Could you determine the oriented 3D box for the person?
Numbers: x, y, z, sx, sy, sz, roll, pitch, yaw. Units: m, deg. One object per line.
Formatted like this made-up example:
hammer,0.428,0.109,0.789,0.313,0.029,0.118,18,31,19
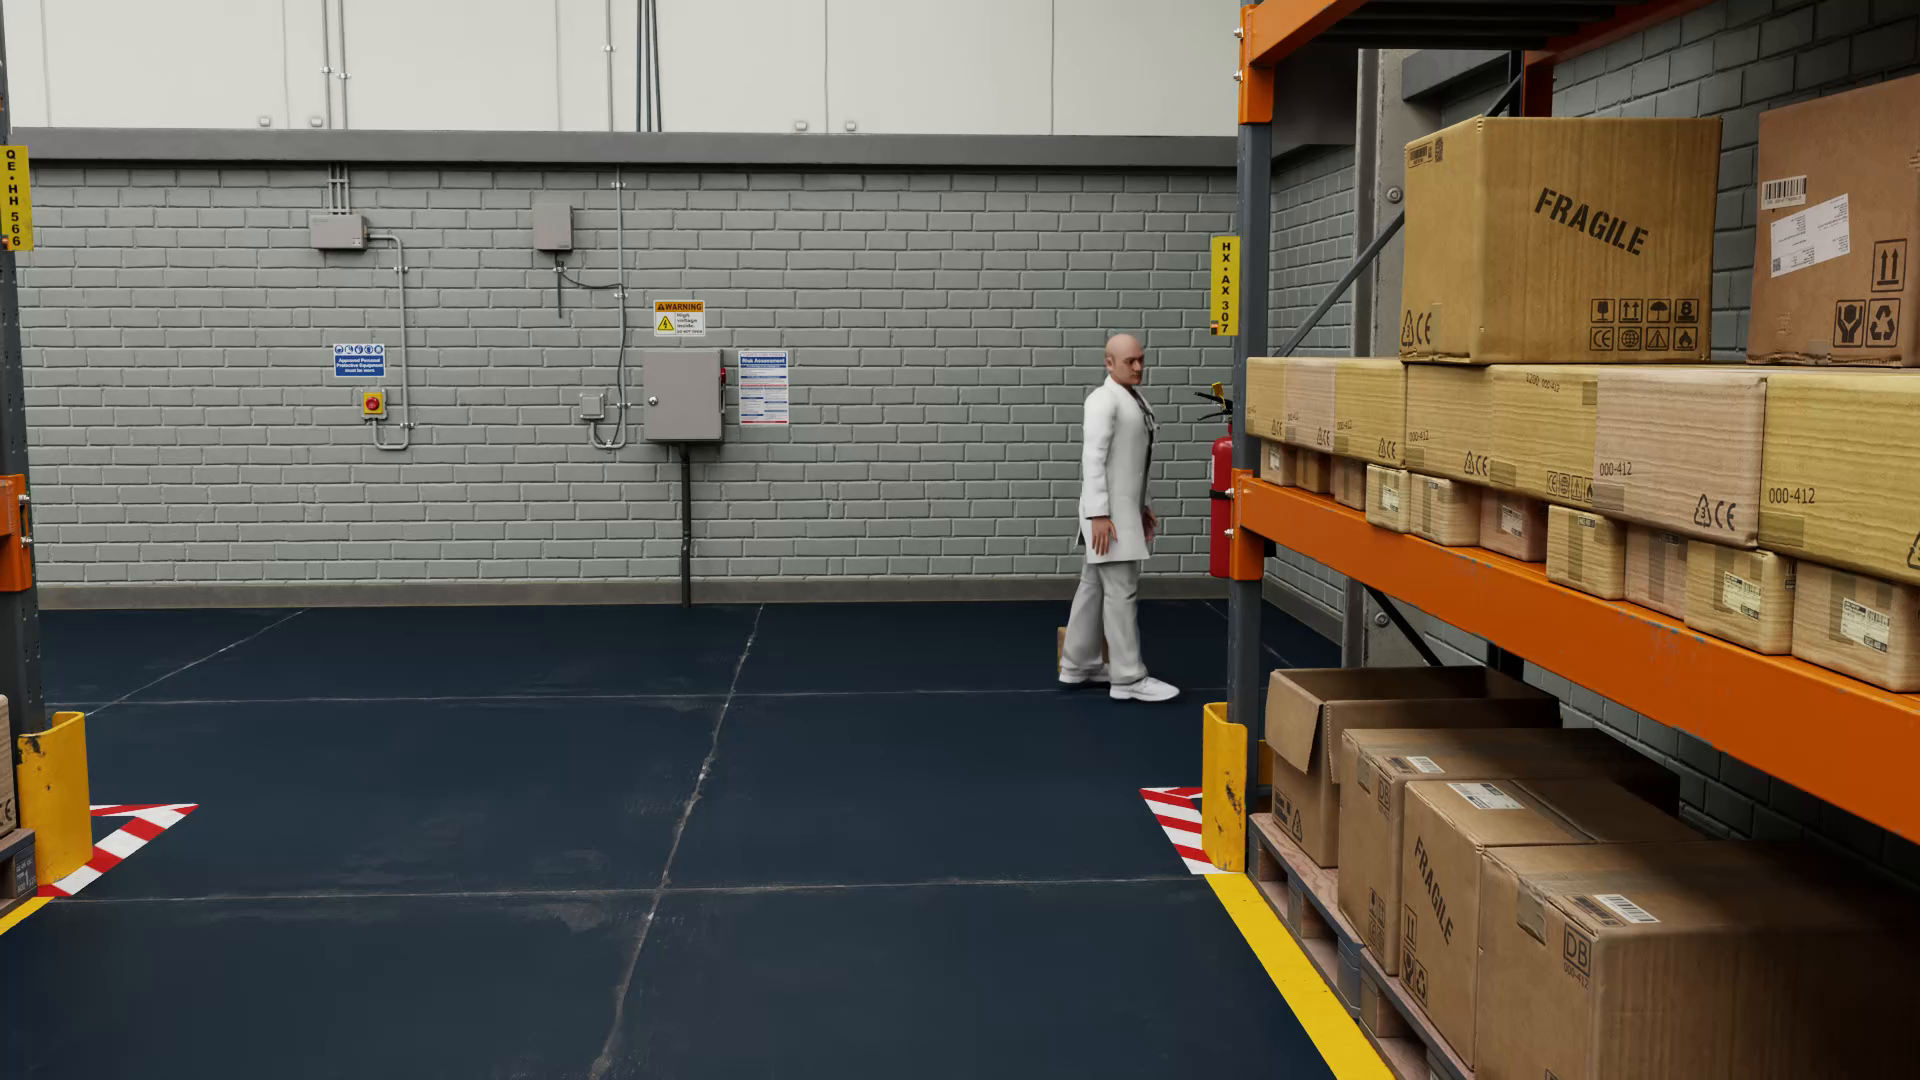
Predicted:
person,0.793,-0.120,8.170,0.670,1.773,0.639,2,7,18
